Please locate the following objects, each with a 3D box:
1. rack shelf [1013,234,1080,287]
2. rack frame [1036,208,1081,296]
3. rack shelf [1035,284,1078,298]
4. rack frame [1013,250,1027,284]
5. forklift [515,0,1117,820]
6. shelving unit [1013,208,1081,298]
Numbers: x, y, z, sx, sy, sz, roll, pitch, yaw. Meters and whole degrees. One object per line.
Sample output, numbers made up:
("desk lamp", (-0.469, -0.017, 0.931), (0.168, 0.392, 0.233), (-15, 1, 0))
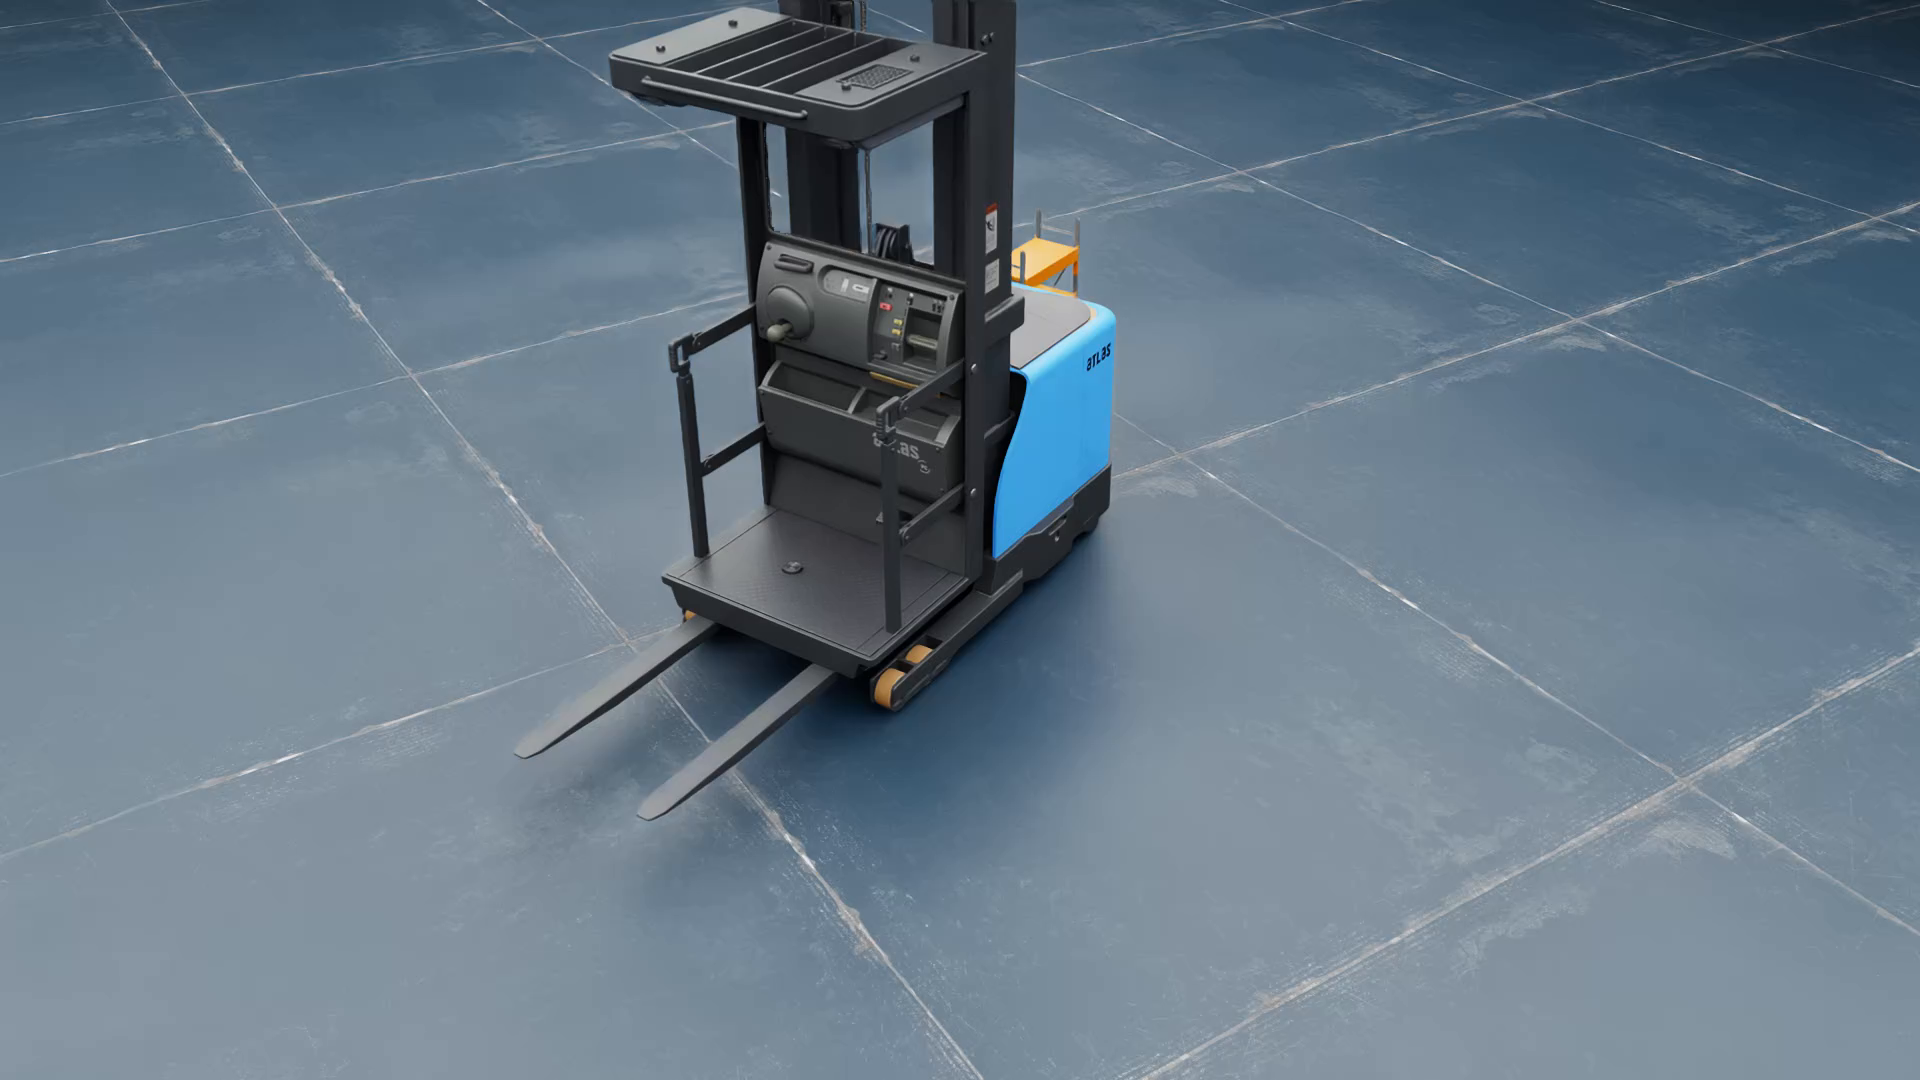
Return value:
("rack shelf", (0.337, -1.286, 7.928), (0.258, 0.148, 0.480), (20, 37, 28))
("rack frame", (0.474, -1.062, 8.309), (0.240, 1.200, 0.015), (20, 37, 28))
("rack shelf", (0.337, -1.086, 8.054), (0.258, 0.148, 0.480), (20, 37, 28))
("rack frame", (0.201, -0.846, 7.967), (0.240, 1.200, 0.015), (20, 37, 28))
("forklift", (-0.521, -0.850, 6.350), (1.130, 2.935, 3.031), (19, 37, 28))
("shelving unit", (0.337, -0.954, 8.138), (0.258, 1.200, 0.503), (20, 37, 28))
